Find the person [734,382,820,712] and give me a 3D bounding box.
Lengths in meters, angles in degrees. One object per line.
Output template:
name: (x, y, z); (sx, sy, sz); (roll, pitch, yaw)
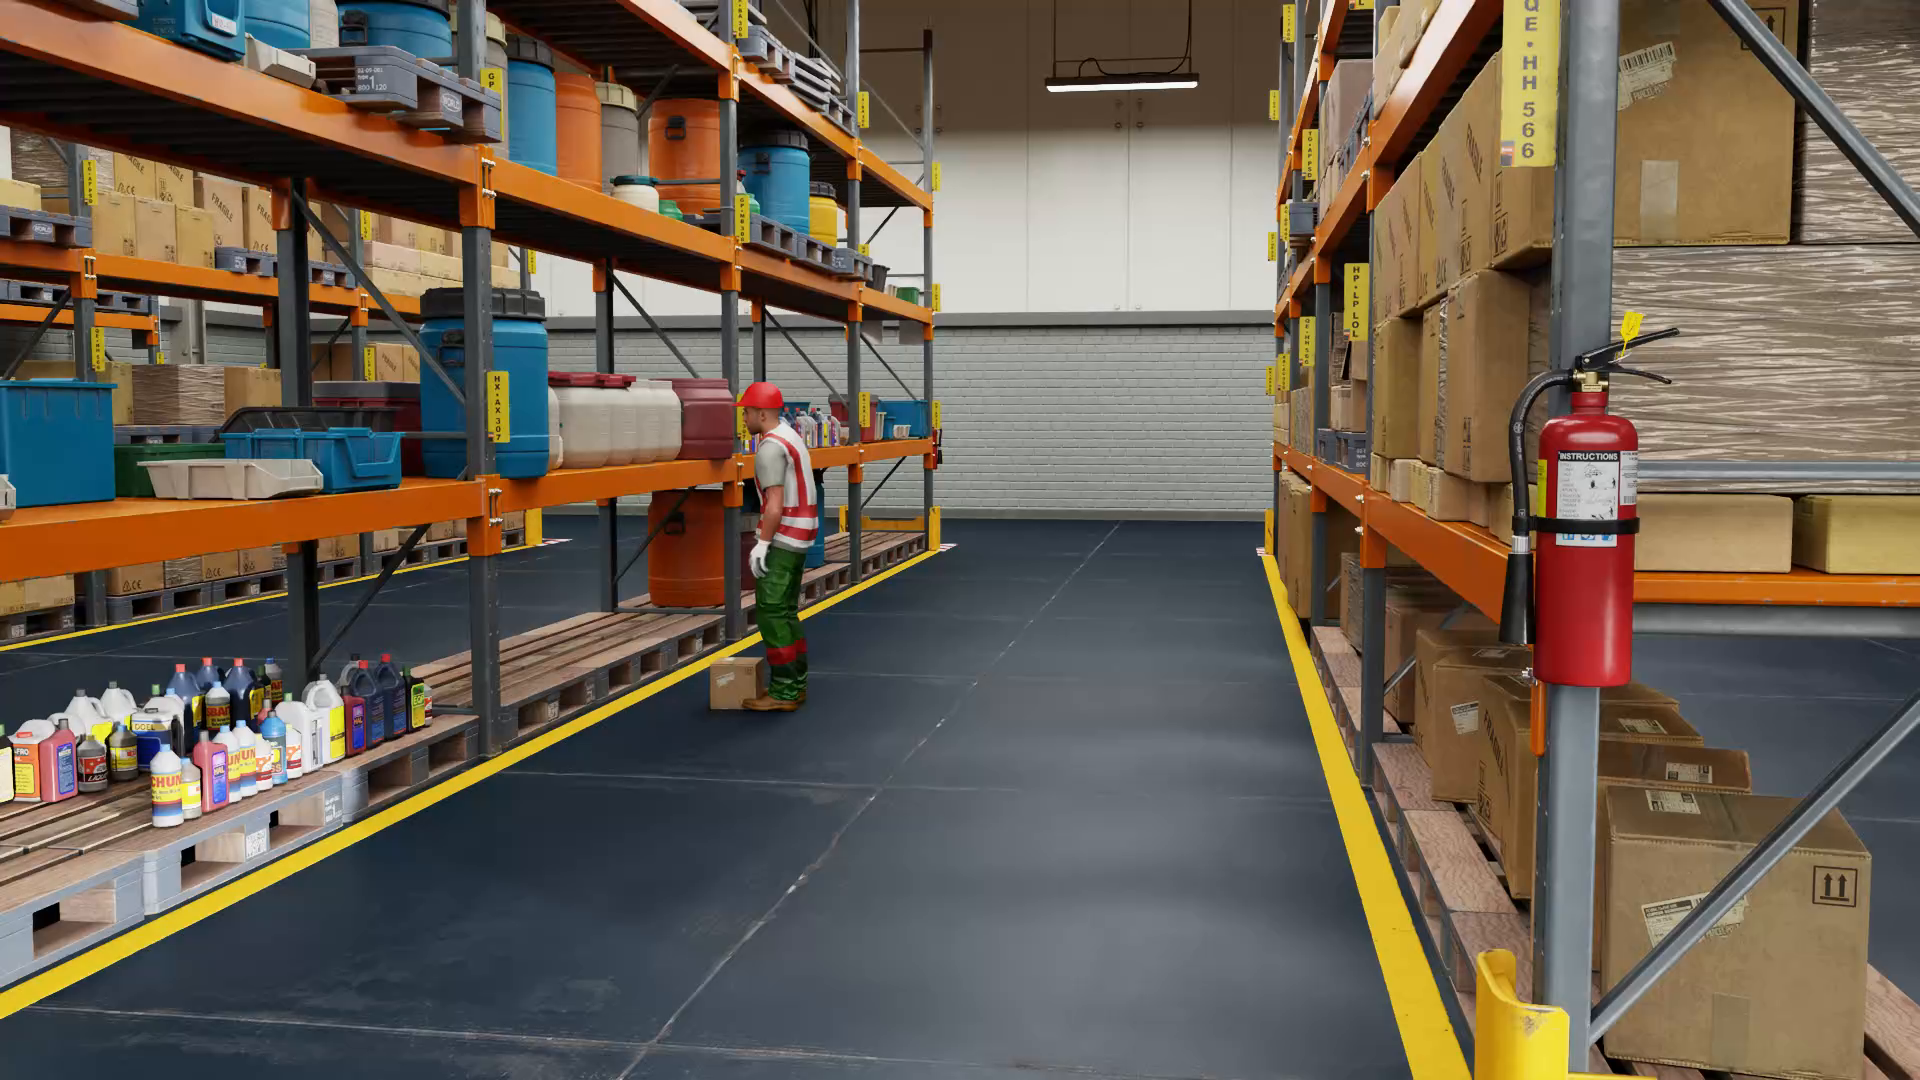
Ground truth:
person: (-1.001, 0.030, 9.080); (0.448, 1.780, 0.610); (1, 4, 9)
